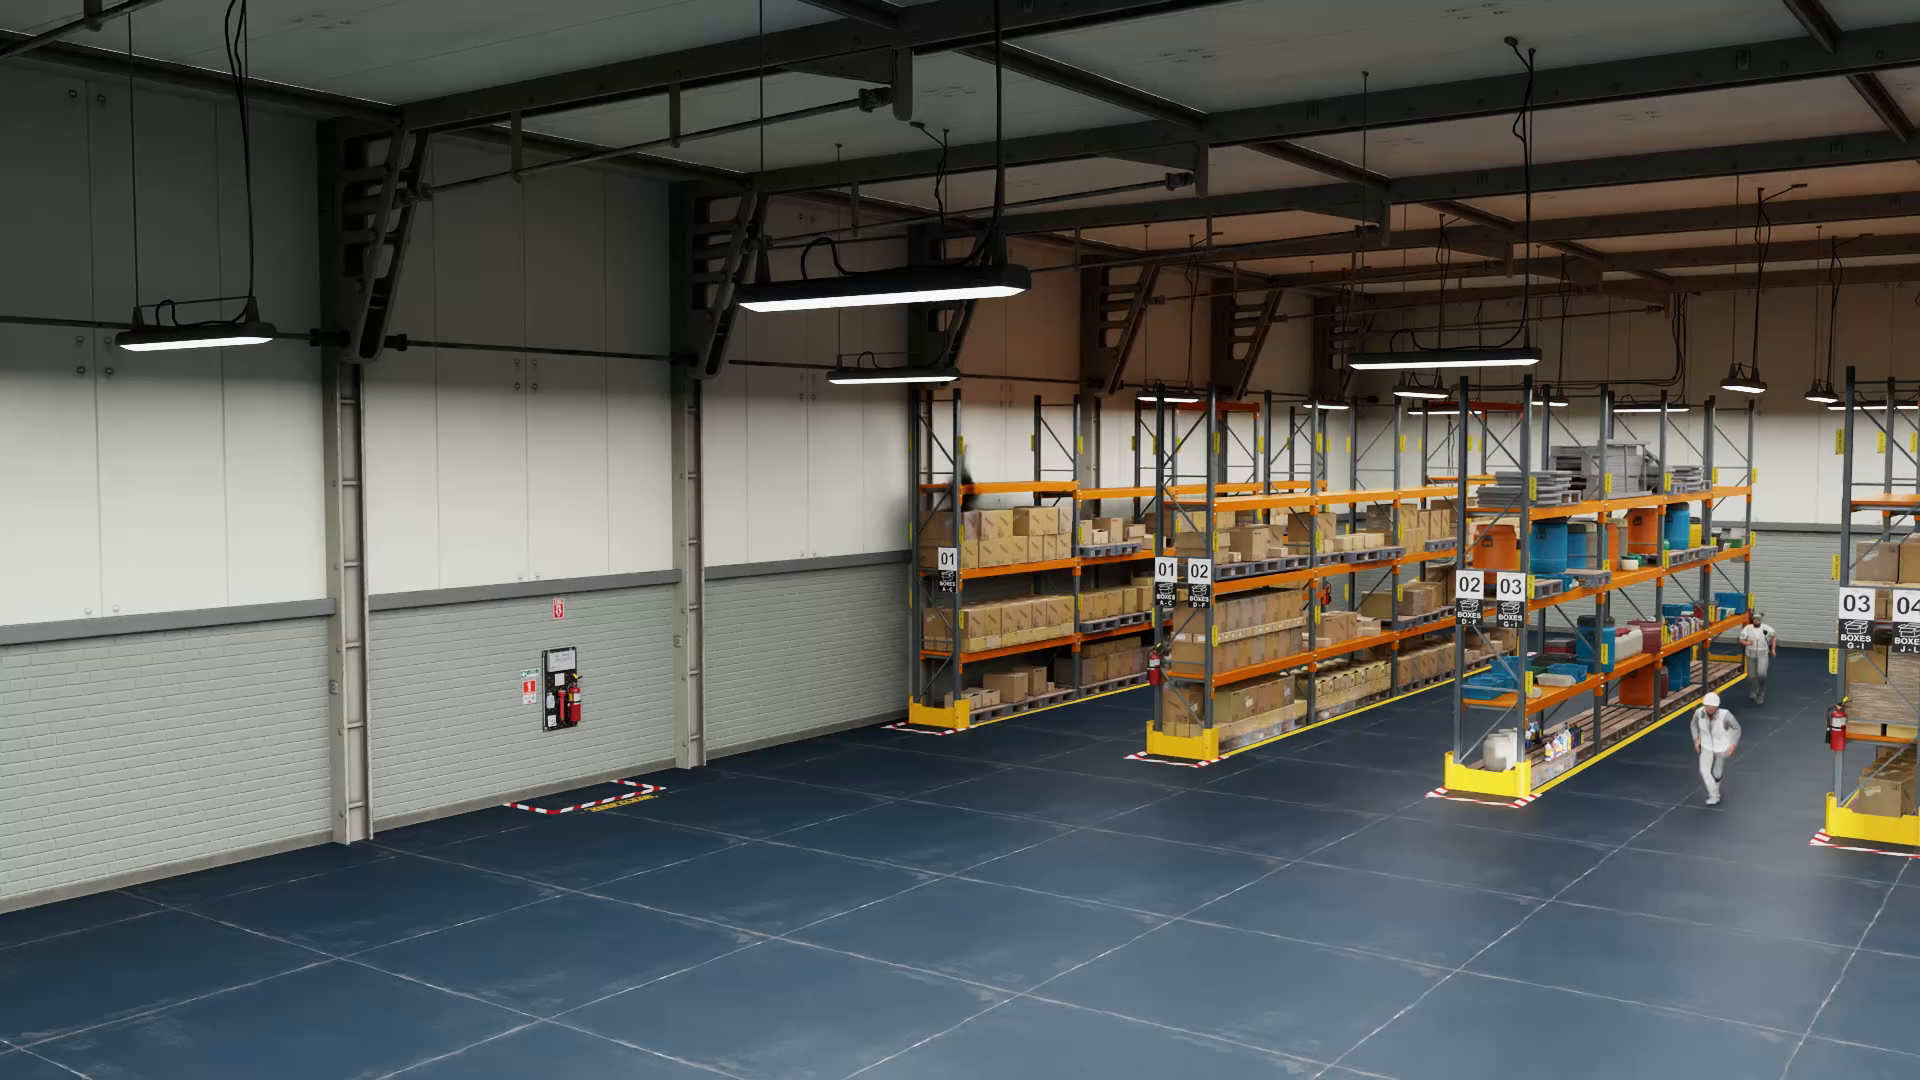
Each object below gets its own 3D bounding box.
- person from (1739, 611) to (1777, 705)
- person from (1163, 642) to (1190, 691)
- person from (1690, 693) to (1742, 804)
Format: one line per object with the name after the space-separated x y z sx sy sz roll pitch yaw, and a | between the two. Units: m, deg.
15.489 2.288 32.307 0.644 1.837 0.853 2 4 30 | person
3.948 2.536 30.107 1.093 1.446 0.582 -2 4 -36 | person
10.548 2.886 23.197 0.663 1.597 0.988 2 4 34 | person
